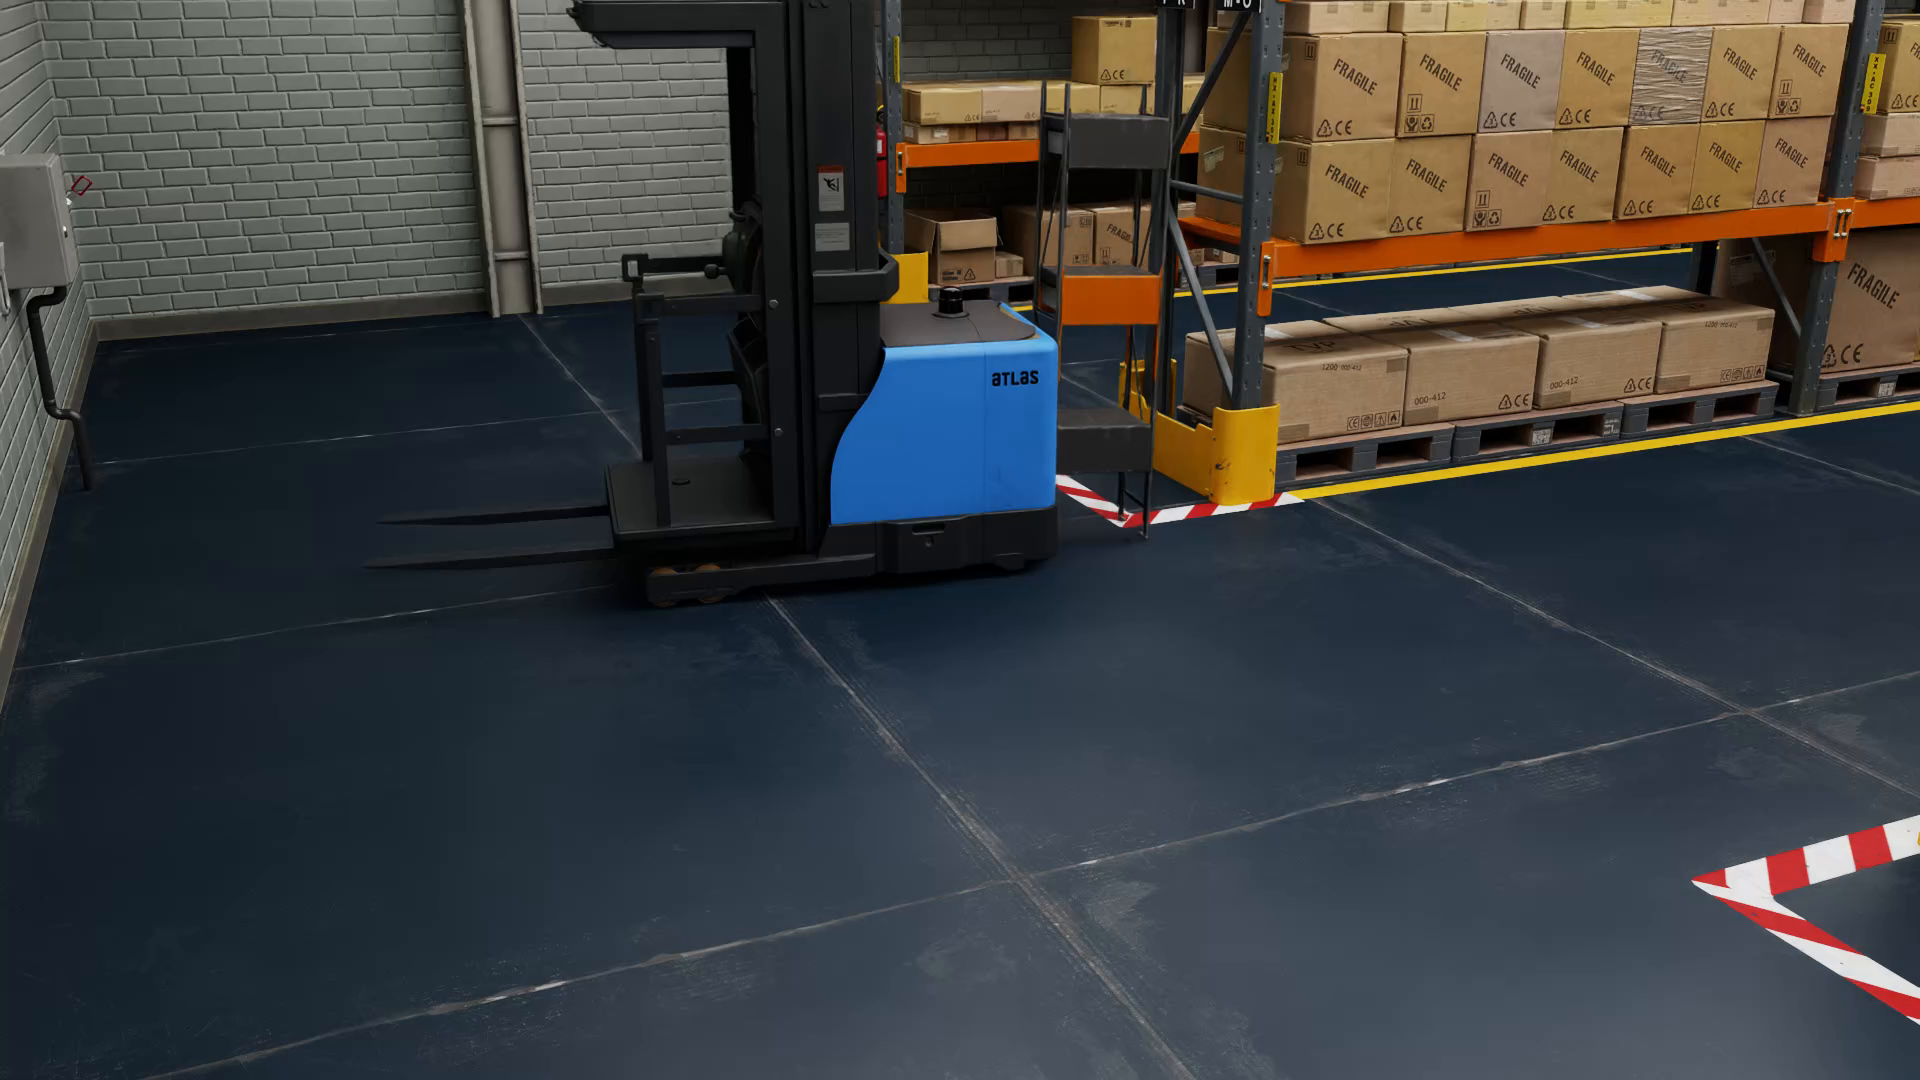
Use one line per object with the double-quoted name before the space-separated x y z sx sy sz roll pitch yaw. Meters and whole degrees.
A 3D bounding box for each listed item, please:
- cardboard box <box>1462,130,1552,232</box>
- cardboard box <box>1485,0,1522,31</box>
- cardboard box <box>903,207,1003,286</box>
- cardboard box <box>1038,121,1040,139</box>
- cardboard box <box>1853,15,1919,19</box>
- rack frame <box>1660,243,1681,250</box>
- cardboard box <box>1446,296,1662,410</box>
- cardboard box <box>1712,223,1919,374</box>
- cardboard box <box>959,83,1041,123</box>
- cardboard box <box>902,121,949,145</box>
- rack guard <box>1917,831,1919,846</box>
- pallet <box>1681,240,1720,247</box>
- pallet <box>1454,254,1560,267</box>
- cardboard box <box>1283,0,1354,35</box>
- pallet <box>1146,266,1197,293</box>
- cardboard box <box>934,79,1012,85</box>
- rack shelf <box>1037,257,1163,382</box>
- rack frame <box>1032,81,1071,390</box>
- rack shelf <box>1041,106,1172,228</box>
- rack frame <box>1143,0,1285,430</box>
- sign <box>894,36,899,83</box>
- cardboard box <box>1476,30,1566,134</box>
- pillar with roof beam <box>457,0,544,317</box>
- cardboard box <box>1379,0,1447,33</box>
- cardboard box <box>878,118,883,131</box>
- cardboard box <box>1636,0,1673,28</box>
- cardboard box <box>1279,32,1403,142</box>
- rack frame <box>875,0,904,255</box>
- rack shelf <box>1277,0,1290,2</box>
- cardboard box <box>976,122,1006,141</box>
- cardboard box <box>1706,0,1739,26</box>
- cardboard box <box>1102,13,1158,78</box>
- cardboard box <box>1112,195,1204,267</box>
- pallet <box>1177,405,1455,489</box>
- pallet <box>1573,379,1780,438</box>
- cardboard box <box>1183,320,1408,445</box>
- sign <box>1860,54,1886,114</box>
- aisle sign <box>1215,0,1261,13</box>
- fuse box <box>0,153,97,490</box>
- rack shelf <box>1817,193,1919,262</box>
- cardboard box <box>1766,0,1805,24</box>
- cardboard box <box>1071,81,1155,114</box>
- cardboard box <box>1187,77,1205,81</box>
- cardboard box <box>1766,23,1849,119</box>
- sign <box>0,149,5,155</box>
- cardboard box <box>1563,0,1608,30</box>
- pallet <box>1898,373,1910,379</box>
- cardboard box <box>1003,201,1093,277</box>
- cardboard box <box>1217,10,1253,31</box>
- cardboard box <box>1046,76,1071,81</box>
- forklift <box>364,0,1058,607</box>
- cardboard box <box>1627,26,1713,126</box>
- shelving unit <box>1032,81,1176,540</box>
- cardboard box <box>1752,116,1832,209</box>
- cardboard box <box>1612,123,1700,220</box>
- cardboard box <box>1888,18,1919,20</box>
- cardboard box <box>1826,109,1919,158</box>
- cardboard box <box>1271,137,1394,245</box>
"cardboard box" 2.767 -1.945 8.879 0.500 0.500 0.500 -8 21 -22
"cardboard box" 2.672 -2.719 8.595 0.250 0.149 0.380 -8 21 -21
"cardboard box" -0.085 -2.371 13.367 0.637 0.503 0.797 -9 21 -24
"cardboard box" 0.667 -3.284 13.211 0.250 0.149 0.380 -8 21 -21
"cardboard box" 5.741 -3.037 10.474 0.500 0.500 0.500 -8 21 -21
"rack frame" 6.661 -4.351 15.864 0.127 3.000 1.000 -8 21 -22
"cardboard box" 3.517 -1.134 9.951 0.875 0.438 0.875 -9 21 -24
"cardboard box" 5.496 -1.614 10.656 0.875 0.875 0.875 -7 21 -20
"cardboard box" 0.302 -3.413 12.975 0.500 0.250 0.500 -8 21 -21
"cardboard box" -0.274 -3.140 12.802 0.250 0.149 0.380 -8 21 -22
"rack guard" 3.408 0.879 4.772 0.348 0.500 1.175 -8 21 -22
"pallet" 7.433 -3.133 16.601 1.213 0.211 1.003 -8 21 -22
"pallet" 4.842 -2.790 15.629 1.213 0.211 1.003 -8 21 -22
"cardboard box" 1.721 -2.573 8.180 0.250 0.149 0.380 -8 21 -21
"pallet" 1.236 -2.258 14.118 1.213 0.211 1.003 -8 21 -22
"cardboard box" 0.107 -3.578 13.444 0.500 0.250 0.500 -8 21 -22
"rack shelf" 0.639 -1.041 7.806 0.480 0.518 0.431 -3 17 -14
"rack frame" 0.402 -1.044 7.744 0.015 2.100 0.400 -3 17 -14
"rack shelf" 0.657 -1.712 7.606 0.480 0.518 0.431 -3 17 -14
"rack frame" 1.285 -1.786 8.578 0.127 3.000 1.000 -8 21 -22
"sign" -0.469 -3.542 12.262 0.005 0.325 0.100 -8 21 -22
"cardboard box" 2.780 -2.421 8.726 0.500 0.500 0.500 -8 21 -22
"pillar with roof beam" -1.812 -4.736 7.924 0.400 9.000 9.100 -8 21 -22
"cardboard box" 2.217 -2.628 8.337 0.250 0.149 0.380 -7 21 -20
"cardboard box" -0.486 -3.306 13.273 0.250 0.149 0.380 -8 21 -23
"cardboard box" 3.602 -2.850 8.968 0.250 0.149 0.380 -9 21 -23
"cardboard box" 1.839 -2.281 8.328 0.500 0.500 0.500 -9 21 -23
"rack frame" -0.684 -3.299 12.875 0.127 3.000 1.000 -8 21 -22
"rack shelf" 3.122 -3.125 8.946 4.000 0.370 1.077 -8 21 -22
"cardboard box" 0.169 -3.233 13.066 0.250 0.149 0.380 -8 21 -23
"cardboard box" 4.058 -2.929 9.192 0.250 0.149 0.380 -8 21 -22
"cardboard box" 1.516 -4.134 13.895 0.500 0.500 0.500 -9 21 -23
"cardboard box" 1.668 -2.607 14.041 0.500 0.500 0.700 -9 21 -24
"pallet" 1.988 -0.600 9.407 1.213 0.211 1.003 -8 21 -22
"pallet" 4.229 -0.921 10.319 1.213 0.211 1.003 -8 21 -22
"cardboard box" 1.852 -0.893 9.267 0.875 0.438 0.875 -9 21 -24
"sign" 5.179 -2.589 9.435 0.005 0.325 0.100 -8 21 -22
"aisle sign" 1.334 -2.914 7.868 0.004 0.787 0.394 -8 21 -22
"fuse box" -4.581 -1.089 8.539 0.414 1.711 0.539 -8 21 -22
"rack shelf" 6.794 -2.236 10.939 4.000 0.370 1.077 -8 21 -22
"cardboard box" 4.516 -2.998 9.387 0.250 0.149 0.380 -8 21 -21
"cardboard box" 1.227 -3.554 13.377 0.500 0.250 0.500 -9 21 -23
"cardboard box" 2.163 -3.683 13.744 0.500 0.250 0.500 -8 21 -22
"cardboard box" 4.634 -2.685 9.474 0.500 0.500 0.500 -8 21 -22
"sign" -4.967 -1.775 8.691 0.001 0.494 0.329 -8 21 -22
"cardboard box" 3.161 -2.764 8.723 0.250 0.149 0.380 -9 21 -23
"pallet" 6.759 -1.283 11.348 1.213 0.211 1.003 -8 21 -22
"cardboard box" 0.715 -2.470 13.653 0.500 0.500 0.700 -7 21 -20
"cardboard box" 1.535 -2.719 8.595 0.250 0.149 0.380 -8 21 -21
"cardboard box" 1.044 -3.710 13.820 0.500 0.250 0.500 -8 21 -22
"forklift" -1.126 -1.285 7.259 3.031 2.935 1.130 -5 20 -13
"cardboard box" 3.701 -2.551 9.093 0.500 0.500 0.500 -8 21 -21
"shelving unit" 0.639 -1.054 7.802 0.503 2.100 0.431 -3 17 -14
"cardboard box" 4.633 -2.220 9.661 0.500 0.500 0.500 -8 21 -21
"cardboard box" 3.707 -2.080 9.263 0.500 0.500 0.500 -8 21 -23
"cardboard box" 5.932 -2.876 10.019 0.500 0.500 0.500 -8 21 -22
"cardboard box" 5.474 -2.449 9.934 0.500 0.250 0.500 -9 21 -23
"cardboard box" 1.840 -1.809 8.492 0.500 0.500 0.500 -8 21 -22
